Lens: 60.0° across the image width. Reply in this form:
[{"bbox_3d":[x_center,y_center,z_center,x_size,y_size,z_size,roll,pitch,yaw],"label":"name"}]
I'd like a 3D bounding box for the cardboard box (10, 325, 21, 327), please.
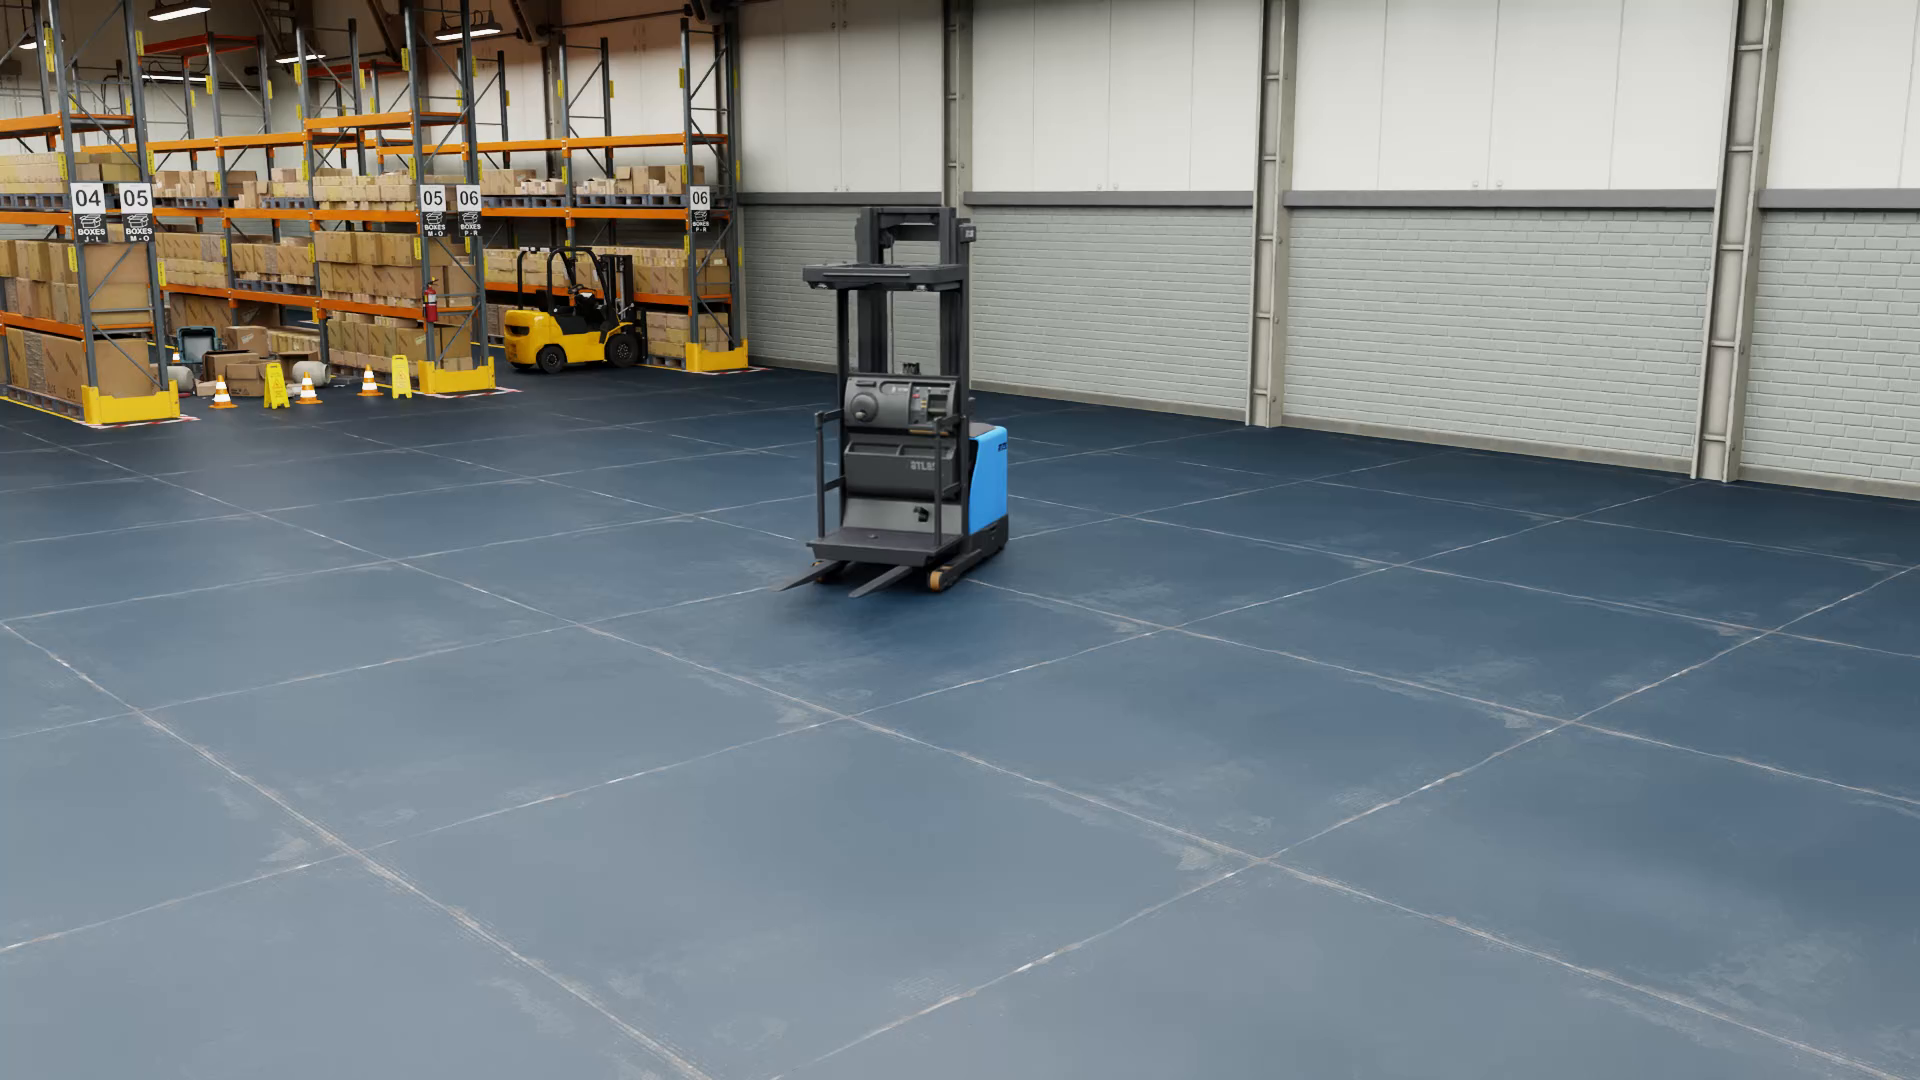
[{"bbox_3d":[-15.378,-3.050,26.814,1.050,0.750,0.750,-11,16,-43],"label":"cardboard box"}]

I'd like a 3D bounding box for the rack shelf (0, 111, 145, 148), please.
[{"bbox_3d":[-12.840,-5.825,23.656,1.077,0.370,4.000,-11,16,-43],"label":"rack shelf"}]

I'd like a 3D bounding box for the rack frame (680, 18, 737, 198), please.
[{"bbox_3d":[-4.361,-7.478,28.906,1.000,3.000,0.127,-11,16,-43],"label":"rack frame"}]

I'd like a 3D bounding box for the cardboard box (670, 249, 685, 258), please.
[{"bbox_3d":[-4.953,-5.106,29.670,0.380,0.149,0.250,-11,16,-42],"label":"cardboard box"}]

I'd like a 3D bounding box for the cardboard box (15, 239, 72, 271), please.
[{"bbox_3d":[-13.527,-4.206,24.845,0.875,0.550,0.550,-11,16,-43],"label":"cardboard box"}]

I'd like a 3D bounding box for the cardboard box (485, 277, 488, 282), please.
[{"bbox_3d":[-9.756,-5.535,34.713,0.500,0.250,0.500,-11,16,-42],"label":"cardboard box"}]

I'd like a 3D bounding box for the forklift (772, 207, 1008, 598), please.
[{"bbox_3d":[-0.548,-1.122,13.094,1.130,2.935,3.031,4,12,19],"label":"forklift"}]

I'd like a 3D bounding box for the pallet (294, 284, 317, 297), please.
[{"bbox_3d":[-11.133,-4.469,29.644,1.003,0.211,1.213,-11,16,-43],"label":"pallet"}]

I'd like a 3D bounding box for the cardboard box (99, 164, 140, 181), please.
[{"bbox_3d":[-11.606,-5.045,22.877,0.500,0.250,0.500,-11,16,-43],"label":"cardboard box"}]

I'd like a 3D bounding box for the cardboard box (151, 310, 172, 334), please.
[{"bbox_3d":[-16.591,-4.656,35.385,0.875,0.438,0.875,-11,16,-43],"label":"cardboard box"}]

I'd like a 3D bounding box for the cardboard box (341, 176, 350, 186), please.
[{"bbox_3d":[-9.983,-5.931,27.479,0.250,0.149,0.380,11,16,43],"label":"cardboard box"}]

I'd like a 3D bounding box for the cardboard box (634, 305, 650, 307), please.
[{"bbox_3d":[-6.283,-4.355,31.912,0.500,0.250,0.500,-11,16,-43],"label":"cardboard box"}]

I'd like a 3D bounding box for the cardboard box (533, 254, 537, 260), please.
[{"bbox_3d":[-8.255,-5.654,33.065,0.250,0.149,0.380,11,16,44],"label":"cardboard box"}]

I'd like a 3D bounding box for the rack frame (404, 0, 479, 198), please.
[{"bbox_3d":[-7.948,-6.785,25.546,1.000,3.000,0.127,-11,16,-43],"label":"rack frame"}]

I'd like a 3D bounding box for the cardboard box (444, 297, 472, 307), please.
[{"bbox_3d":[-8.033,-3.803,26.557,0.380,0.149,0.250,-11,16,-42],"label":"cardboard box"}]

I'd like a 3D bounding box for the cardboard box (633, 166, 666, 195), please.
[{"bbox_3d":[-5.478,-6.506,30.088,0.700,0.500,0.500,-11,16,-42],"label":"cardboard box"}]

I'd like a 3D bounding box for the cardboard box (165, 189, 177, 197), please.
[{"bbox_3d":[-15.615,-6.925,33.197,0.250,0.166,0.380,10,16,41],"label":"cardboard box"}]

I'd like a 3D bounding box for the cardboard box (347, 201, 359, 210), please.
[{"bbox_3d":[-9.846,-5.497,27.348,0.380,0.149,0.250,-11,16,-44],"label":"cardboard box"}]

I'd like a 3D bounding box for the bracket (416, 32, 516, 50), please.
[{"bbox_3d":[-10.656,-10.731,35.774,0.076,0.066,4.783,-11,16,-43],"label":"bracket"}]

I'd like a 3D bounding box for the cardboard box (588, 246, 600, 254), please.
[{"bbox_3d":[-6.859,-5.525,31.700,0.380,0.149,0.250,-11,16,-42],"label":"cardboard box"}]

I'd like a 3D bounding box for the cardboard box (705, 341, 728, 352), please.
[{"bbox_3d":[-4.559,-3.497,30.226,0.500,0.250,0.500,-11,16,-42],"label":"cardboard box"}]

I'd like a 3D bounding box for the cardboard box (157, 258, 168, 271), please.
[{"bbox_3d":[-16.135,-5.666,34.114,0.500,0.250,0.500,11,16,44],"label":"cardboard box"}]

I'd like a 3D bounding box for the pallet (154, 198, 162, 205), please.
[{"bbox_3d":[-16.793,-7.145,34.944,1.003,0.211,1.213,-11,16,-43],"label":"pallet"}]

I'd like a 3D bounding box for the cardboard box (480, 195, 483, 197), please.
[{"bbox_3d":[-10.416,-7.144,35.090,0.500,0.250,0.500,11,16,43],"label":"cardboard box"}]

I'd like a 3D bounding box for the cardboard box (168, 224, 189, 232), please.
[{"bbox_3d":[-16.454,-6.572,35.045,0.380,0.149,0.250,-11,16,-42],"label":"cardboard box"}]

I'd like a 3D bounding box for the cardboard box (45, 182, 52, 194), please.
[{"bbox_3d":[-12.285,-4.819,22.768,0.380,0.149,0.250,-11,16,-42],"label":"cardboard box"}]

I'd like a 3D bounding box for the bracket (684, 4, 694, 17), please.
[{"bbox_3d":[-4.733,-9.479,29.699,0.235,0.232,0.430,-11,16,-43],"label":"bracket"}]

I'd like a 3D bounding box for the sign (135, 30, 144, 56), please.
[{"bbox_3d":[-11.053,-6.692,22.387,0.100,0.325,0.005,-11,16,-43],"label":"sign"}]

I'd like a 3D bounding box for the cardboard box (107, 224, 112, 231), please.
[{"bbox_3d":[-18.429,-6.830,36.296,0.250,0.149,0.380,11,16,43],"label":"cardboard box"}]

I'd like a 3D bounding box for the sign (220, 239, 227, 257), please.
[{"bbox_3d":[-13.872,-5.504,31.323,0.100,0.325,0.005,-11,16,-43],"label":"sign"}]

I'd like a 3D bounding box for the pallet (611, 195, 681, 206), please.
[{"bbox_3d":[-5.677,-6.250,30.600,1.003,0.211,1.213,-11,16,-43],"label":"pallet"}]

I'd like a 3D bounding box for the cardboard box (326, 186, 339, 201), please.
[{"bbox_3d":[-10.242,-5.796,27.811,0.500,0.250,0.500,-11,16,-43],"label":"cardboard box"}]

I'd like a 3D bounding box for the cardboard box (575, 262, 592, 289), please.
[{"bbox_3d":[-7.006,-5.071,31.843,0.500,0.500,0.500,11,16,44],"label":"cardboard box"}]

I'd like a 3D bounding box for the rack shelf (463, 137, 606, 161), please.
[{"bbox_3d":[-8.504,-7.805,33.269,1.077,0.370,4.000,-11,16,-43],"label":"rack shelf"}]

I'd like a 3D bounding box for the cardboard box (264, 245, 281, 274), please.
[{"bbox_3d":[-12.253,-5.091,30.165,0.500,0.500,0.500,11,16,43],"label":"cardboard box"}]

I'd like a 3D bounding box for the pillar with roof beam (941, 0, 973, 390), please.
[{"bbox_3d":[-3.160,-6.229,22.846,9.100,9.000,0.400,-11,16,-43],"label":"pillar with roof beam"}]

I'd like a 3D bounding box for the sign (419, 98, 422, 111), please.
[{"bbox_3d":[-12.250,-9.842,37.675,0.100,0.325,0.005,-11,16,-43],"label":"sign"}]

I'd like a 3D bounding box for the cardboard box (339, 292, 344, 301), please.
[{"bbox_3d":[-10.308,-4.153,28.258,0.380,0.149,0.250,-11,16,-43],"label":"cardboard box"}]

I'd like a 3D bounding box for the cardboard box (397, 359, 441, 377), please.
[{"bbox_3d":[-8.718,-2.790,26.794,0.500,0.250,0.500,-11,16,-43],"label":"cardboard box"}]

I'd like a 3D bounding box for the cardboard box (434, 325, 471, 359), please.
[{"bbox_3d":[-8.322,-3.233,27.085,0.500,0.500,0.500,11,16,43],"label":"cardboard box"}]

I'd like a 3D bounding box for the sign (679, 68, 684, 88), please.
[{"bbox_3d":[-4.763,-7.900,28.446,0.100,0.325,0.005,-11,16,-43],"label":"sign"}]

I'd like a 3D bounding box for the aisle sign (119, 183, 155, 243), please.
[{"bbox_3d":[-11.193,-4.447,22.622,0.394,0.787,0.004,-11,16,-43],"label":"aisle sign"}]

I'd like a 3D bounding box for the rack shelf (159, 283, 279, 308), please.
[{"bbox_3d":[-14.854,-4.954,33.307,1.077,0.370,4.000,-11,16,-43],"label":"rack shelf"}]

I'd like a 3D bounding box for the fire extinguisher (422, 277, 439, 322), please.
[{"bbox_3d":[-8.203,-3.728,25.766,0.296,0.674,0.183,-11,16,-43],"label":"fire extinguisher"}]

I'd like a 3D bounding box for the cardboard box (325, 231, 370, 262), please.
[{"bbox_3d":[-10.227,-4.943,28.009,0.700,0.500,0.500,-11,16,-42],"label":"cardboard box"}]

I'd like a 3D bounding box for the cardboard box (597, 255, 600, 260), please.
[{"bbox_3d":[-6.597,-5.289,31.292,0.380,0.149,0.250,-10,16,-41],"label":"cardboard box"}]

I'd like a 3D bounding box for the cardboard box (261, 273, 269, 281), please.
[{"bbox_3d":[-12.659,-4.864,30.670,0.380,0.149,0.250,-10,15,-39],"label":"cardboard box"}]

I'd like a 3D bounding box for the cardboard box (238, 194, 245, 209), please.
[{"bbox_3d":[-13.202,-6.311,31.010,0.396,0.266,0.258,-11,16,-43],"label":"cardboard box"}]

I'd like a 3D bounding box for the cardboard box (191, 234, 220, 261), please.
[{"bbox_3d":[-14.718,-5.740,32.611,0.500,0.500,0.500,-11,16,-43],"label":"cardboard box"}]

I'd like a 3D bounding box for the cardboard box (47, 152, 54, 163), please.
[{"bbox_3d":[-12.108,-5.172,22.508,0.380,0.149,0.250,-11,16,-42],"label":"cardboard box"}]

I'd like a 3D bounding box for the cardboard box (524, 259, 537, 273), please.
[{"bbox_3d":[-8.357,-5.480,33.210,0.500,0.250,0.500,-10,16,-41],"label":"cardboard box"}]

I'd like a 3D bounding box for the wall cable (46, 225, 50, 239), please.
[{"bbox_3d":[-22.909,-7.515,41.358,0.585,1.953,0.123,-11,16,-43],"label":"wall cable"}]
